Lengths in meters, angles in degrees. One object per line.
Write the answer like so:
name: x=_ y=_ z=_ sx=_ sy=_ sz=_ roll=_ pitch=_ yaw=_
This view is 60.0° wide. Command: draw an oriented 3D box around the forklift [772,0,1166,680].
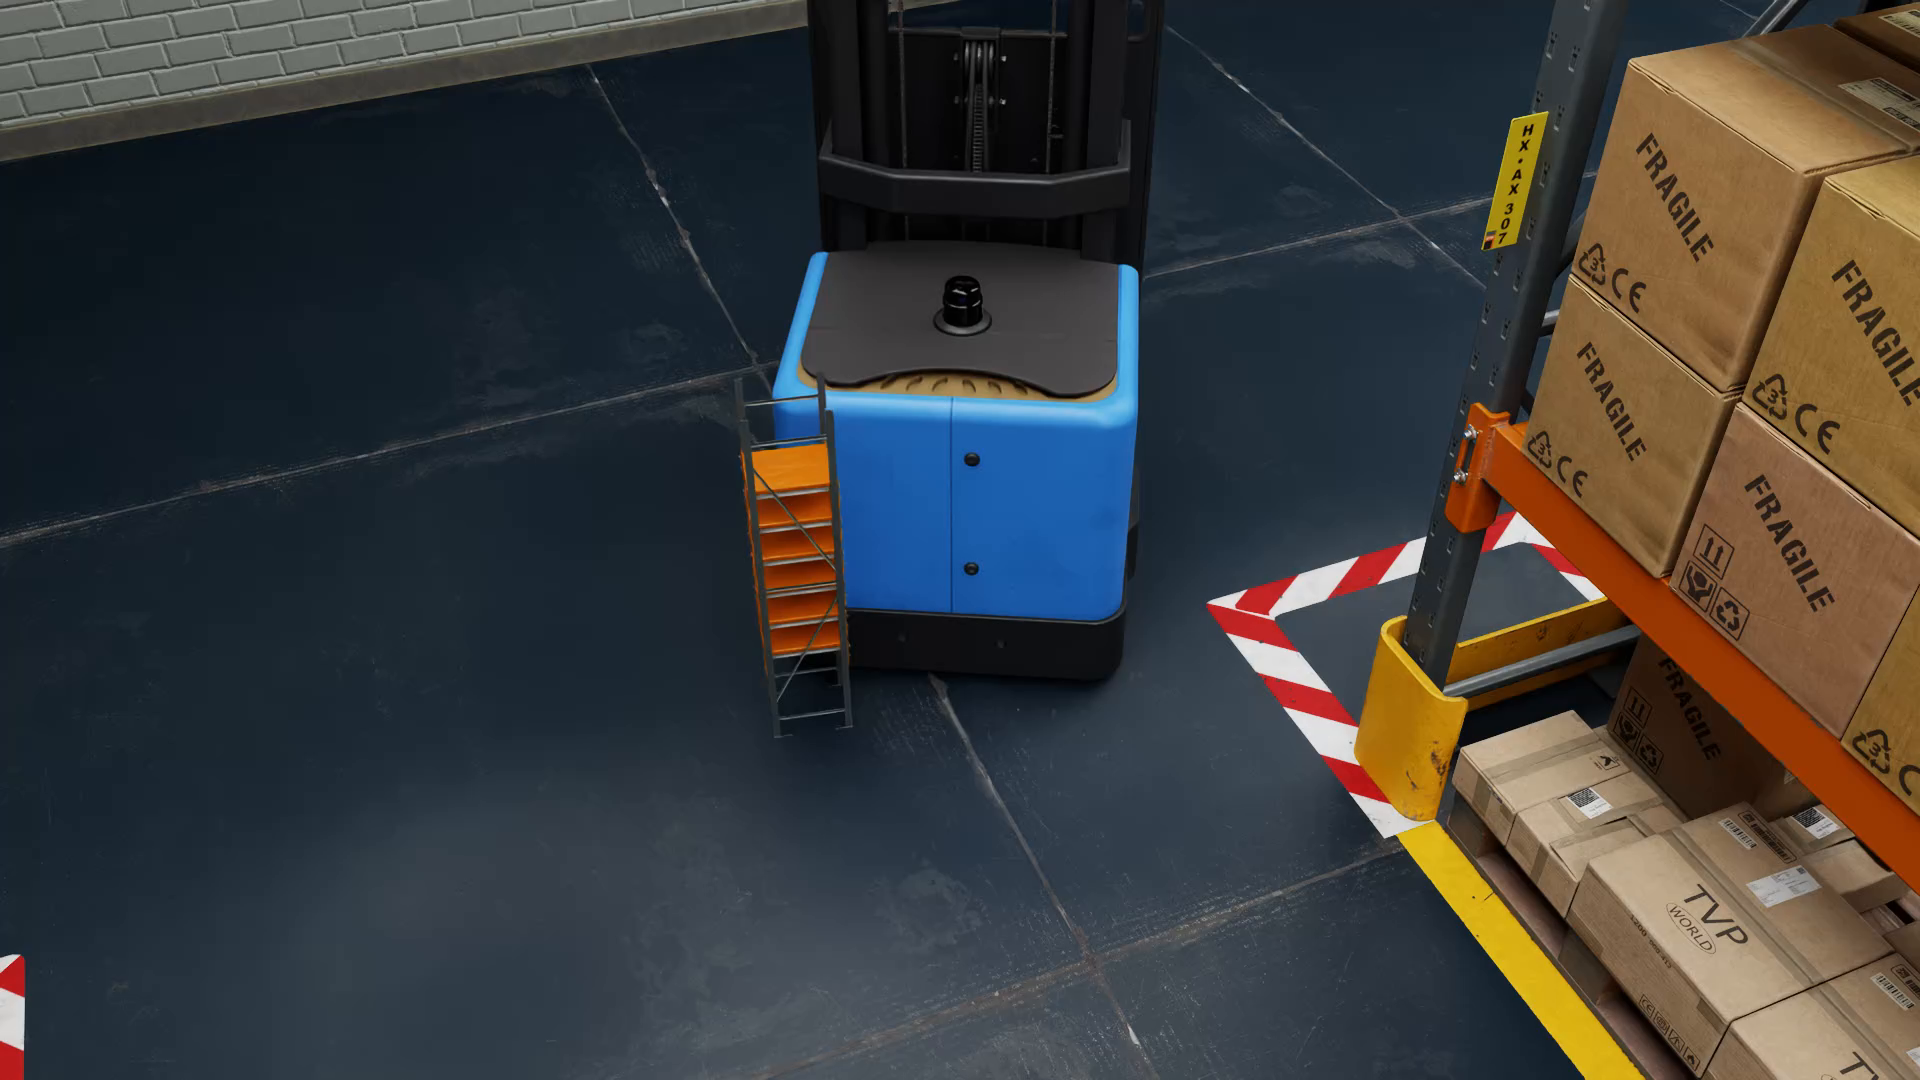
forklift: x=0.099 y=-1.630 z=5.398 sx=1.130 sy=2.935 sz=3.031 roll=3 pitch=41 yaw=4

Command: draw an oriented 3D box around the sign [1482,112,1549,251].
sign: x=1.240 y=-0.798 z=3.713 sx=0.100 sy=0.325 sz=0.005 roll=-15 pitch=43 yaw=-17

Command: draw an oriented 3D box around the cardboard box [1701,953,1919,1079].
cardboard box: x=2.070 y=1.271 z=3.742 sx=0.500 sy=0.250 sz=0.500 roll=-15 pitch=43 yaw=-17

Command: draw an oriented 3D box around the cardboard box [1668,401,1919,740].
cardboard box: x=1.870 y=0.000 z=3.373 sx=0.500 sy=0.500 sz=0.500 roll=-16 pitch=43 yaw=-17

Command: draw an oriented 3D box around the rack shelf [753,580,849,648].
rack shelf: x=-0.463 y=0.199 z=4.850 sx=0.258 sy=0.103 sz=0.180 roll=-7 pitch=41 yaw=-8

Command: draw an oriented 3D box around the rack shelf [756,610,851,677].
rack shelf: x=-0.464 y=0.290 z=4.928 sx=0.258 sy=0.103 sz=0.180 roll=-7 pitch=41 yaw=-8

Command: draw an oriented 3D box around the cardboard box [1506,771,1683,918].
cardboard box: x=1.680 y=0.791 z=4.365 sx=0.380 sy=0.166 sz=0.250 roll=-15 pitch=43 yaw=-17

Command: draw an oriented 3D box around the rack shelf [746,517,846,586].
rack shelf: x=-0.463 y=0.017 z=4.694 sx=0.258 sy=0.103 sz=0.180 roll=-7 pitch=41 yaw=-8

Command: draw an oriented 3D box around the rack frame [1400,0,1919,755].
rack frame: x=1.742 y=-0.605 z=4.153 sx=1.000 sy=3.000 sz=0.127 roll=-15 pitch=43 yaw=-17

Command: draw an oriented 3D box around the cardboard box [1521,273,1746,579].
cardboard box: x=1.668 y=-0.310 z=3.733 sx=0.500 sy=0.500 sz=0.500 roll=-14 pitch=43 yaw=-16

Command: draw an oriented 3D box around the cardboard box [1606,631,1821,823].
cardboard box: x=2.177 y=0.442 z=4.515 sx=0.500 sy=0.500 sz=0.500 roll=-15 pitch=43 yaw=-17

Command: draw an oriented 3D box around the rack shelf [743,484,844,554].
rack shelf: x=-0.463 y=-0.073 z=4.615 sx=0.258 sy=0.103 sz=0.180 roll=-7 pitch=41 yaw=-8

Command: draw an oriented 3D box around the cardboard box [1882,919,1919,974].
cardboard box: x=2.513 y=1.117 z=3.922 sx=0.500 sy=0.250 sz=0.500 roll=-15 pitch=43 yaw=-17

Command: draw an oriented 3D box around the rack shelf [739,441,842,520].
rack shelf: x=-0.463 y=-0.164 z=4.537 sx=0.258 sy=0.103 sz=0.180 roll=-7 pitch=41 yaw=-8

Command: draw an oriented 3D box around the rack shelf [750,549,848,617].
rack shelf: x=-0.463 y=0.108 z=4.772 sx=0.258 sy=0.103 sz=0.180 roll=-7 pitch=41 yaw=-8

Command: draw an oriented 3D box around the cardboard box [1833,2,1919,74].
cardboard box: x=2.166 y=-0.823 z=3.562 sx=0.500 sy=0.500 sz=0.500 roll=-15 pitch=43 yaw=-17

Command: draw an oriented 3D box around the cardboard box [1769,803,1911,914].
cardboard box: x=2.249 y=0.835 z=4.314 sx=0.380 sy=0.166 sz=0.250 roll=-15 pitch=43 yaw=-17

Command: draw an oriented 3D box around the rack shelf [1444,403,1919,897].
rack shelf: x=2.507 y=0.873 z=2.987 sx=1.077 sy=0.370 sz=4.000 roll=-15 pitch=43 yaw=-17

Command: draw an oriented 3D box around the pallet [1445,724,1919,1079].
pallet: x=2.077 y=0.978 z=4.451 sx=1.003 sy=0.211 sz=1.213 roll=-15 pitch=43 yaw=-17

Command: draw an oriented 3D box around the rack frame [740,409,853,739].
rack frame: x=-0.446 y=0.133 z=4.675 sx=0.240 sy=1.200 sz=0.006 roll=-7 pitch=41 yaw=-8

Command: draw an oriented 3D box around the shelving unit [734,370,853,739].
shelving unit: x=-0.463 y=0.075 z=4.743 sx=0.258 sy=1.200 sz=0.189 roll=-7 pitch=41 yaw=-8

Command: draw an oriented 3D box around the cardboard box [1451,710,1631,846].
cardboard box: x=1.584 y=0.647 z=4.546 sx=0.380 sy=0.149 sz=0.250 roll=-15 pitch=43 yaw=-17

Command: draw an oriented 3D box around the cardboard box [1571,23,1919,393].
cardboard box: x=1.668 y=-0.689 z=3.407 sx=0.500 sy=0.500 sz=0.500 roll=-14 pitch=43 yaw=-16

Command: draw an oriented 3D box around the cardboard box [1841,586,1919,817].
cardboard box: x=2.059 y=0.303 z=3.021 sx=0.500 sy=0.500 sz=0.500 roll=-15 pitch=43 yaw=-17

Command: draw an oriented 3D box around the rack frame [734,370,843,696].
rack frame: x=-0.481 y=0.016 z=4.811 sx=0.240 sy=1.200 sz=0.006 roll=-7 pitch=41 yaw=-8

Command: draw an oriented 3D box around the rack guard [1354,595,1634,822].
rack guard: x=1.771 y=0.388 z=4.915 sx=1.175 sy=0.500 sz=0.348 roll=-15 pitch=43 yaw=-17

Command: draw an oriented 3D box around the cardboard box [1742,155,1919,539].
cardboard box: x=1.875 y=-0.376 z=3.043 sx=0.500 sy=0.500 sz=0.500 roll=-15 pitch=43 yaw=-16

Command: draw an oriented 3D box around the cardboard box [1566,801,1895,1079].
cardboard box: x=1.879 y=0.970 z=4.093 sx=0.500 sy=0.250 sz=0.500 roll=-15 pitch=43 yaw=-17
